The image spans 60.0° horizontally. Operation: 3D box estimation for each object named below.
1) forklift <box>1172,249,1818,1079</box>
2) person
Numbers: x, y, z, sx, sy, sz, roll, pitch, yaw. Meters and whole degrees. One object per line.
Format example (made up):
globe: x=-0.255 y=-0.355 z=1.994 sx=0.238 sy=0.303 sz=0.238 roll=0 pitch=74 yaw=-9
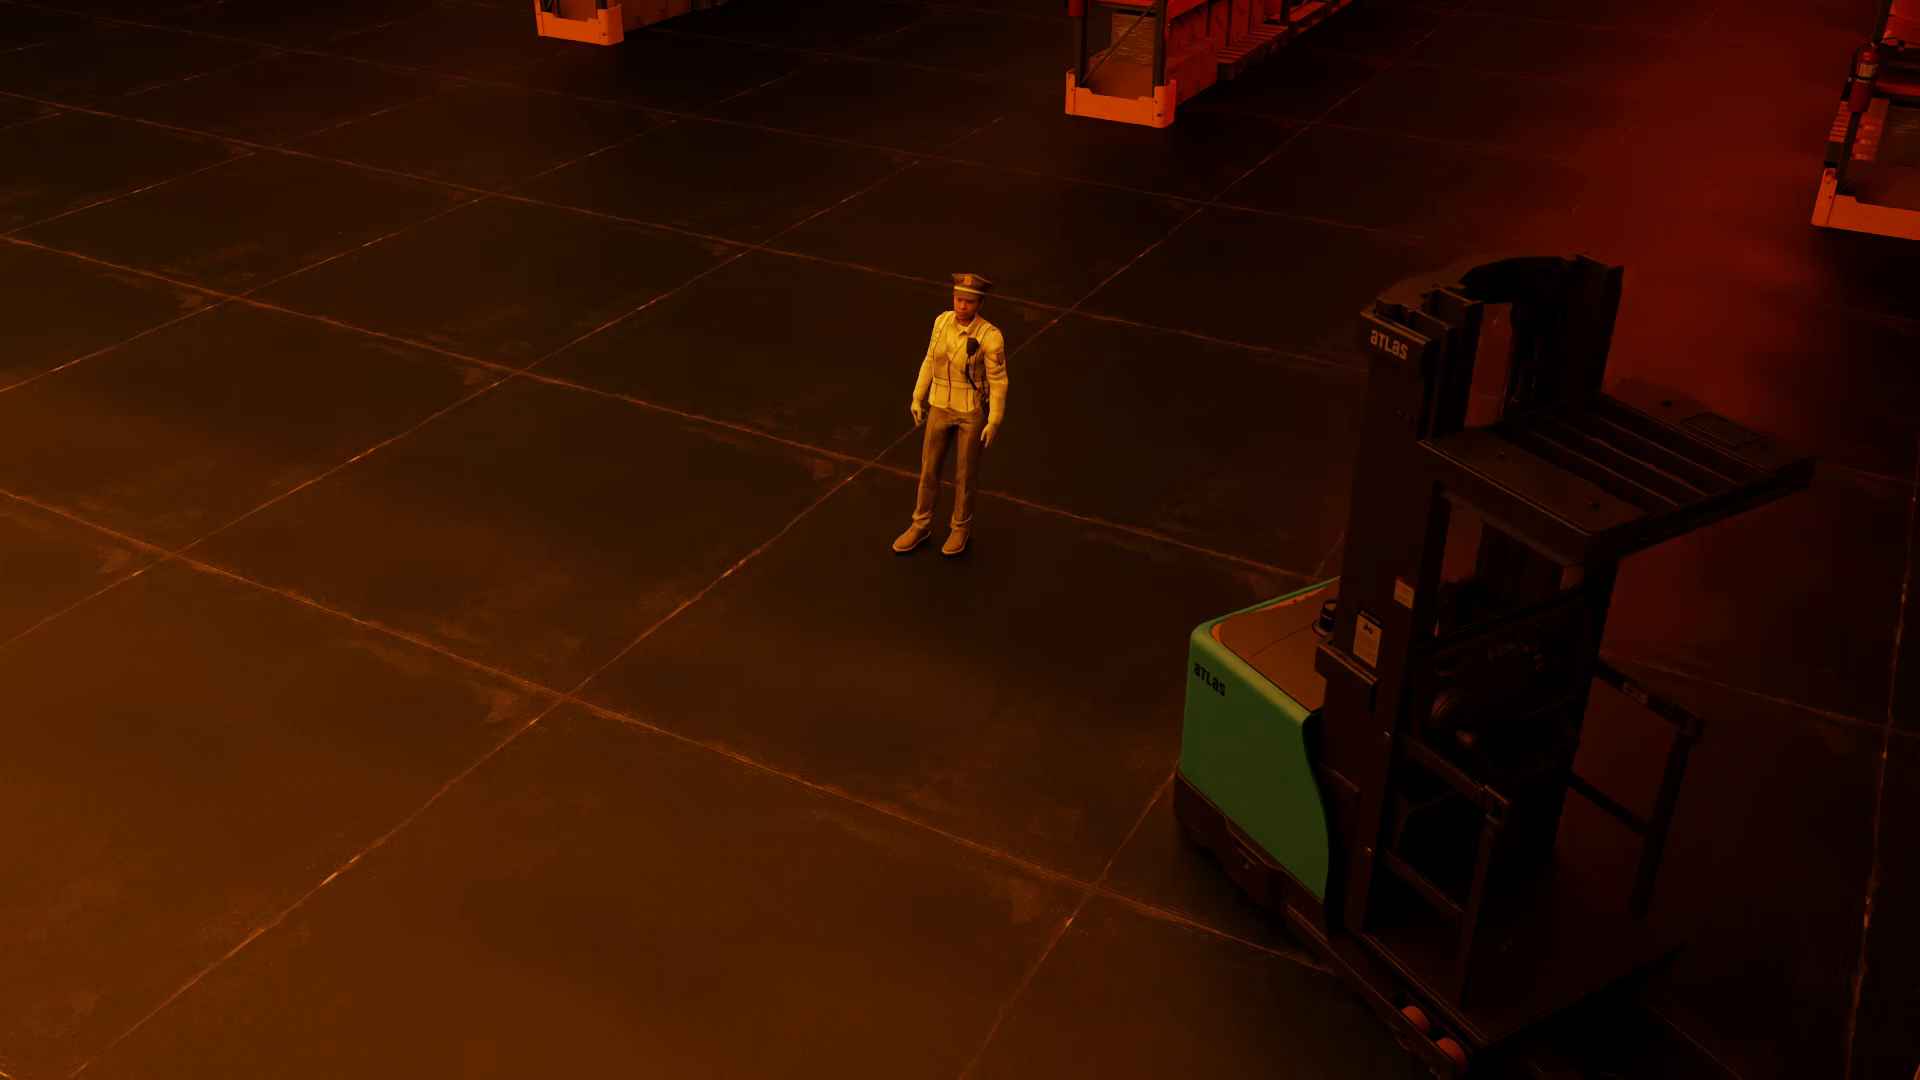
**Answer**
forklift: x=2.159 y=0.550 z=6.118 sx=1.130 sy=2.935 sz=3.031 roll=-16 pitch=34 yaw=-26
person: x=-0.038 y=-0.713 z=9.528 sx=0.588 sy=1.696 sz=0.533 roll=15 pitch=33 yaw=25
